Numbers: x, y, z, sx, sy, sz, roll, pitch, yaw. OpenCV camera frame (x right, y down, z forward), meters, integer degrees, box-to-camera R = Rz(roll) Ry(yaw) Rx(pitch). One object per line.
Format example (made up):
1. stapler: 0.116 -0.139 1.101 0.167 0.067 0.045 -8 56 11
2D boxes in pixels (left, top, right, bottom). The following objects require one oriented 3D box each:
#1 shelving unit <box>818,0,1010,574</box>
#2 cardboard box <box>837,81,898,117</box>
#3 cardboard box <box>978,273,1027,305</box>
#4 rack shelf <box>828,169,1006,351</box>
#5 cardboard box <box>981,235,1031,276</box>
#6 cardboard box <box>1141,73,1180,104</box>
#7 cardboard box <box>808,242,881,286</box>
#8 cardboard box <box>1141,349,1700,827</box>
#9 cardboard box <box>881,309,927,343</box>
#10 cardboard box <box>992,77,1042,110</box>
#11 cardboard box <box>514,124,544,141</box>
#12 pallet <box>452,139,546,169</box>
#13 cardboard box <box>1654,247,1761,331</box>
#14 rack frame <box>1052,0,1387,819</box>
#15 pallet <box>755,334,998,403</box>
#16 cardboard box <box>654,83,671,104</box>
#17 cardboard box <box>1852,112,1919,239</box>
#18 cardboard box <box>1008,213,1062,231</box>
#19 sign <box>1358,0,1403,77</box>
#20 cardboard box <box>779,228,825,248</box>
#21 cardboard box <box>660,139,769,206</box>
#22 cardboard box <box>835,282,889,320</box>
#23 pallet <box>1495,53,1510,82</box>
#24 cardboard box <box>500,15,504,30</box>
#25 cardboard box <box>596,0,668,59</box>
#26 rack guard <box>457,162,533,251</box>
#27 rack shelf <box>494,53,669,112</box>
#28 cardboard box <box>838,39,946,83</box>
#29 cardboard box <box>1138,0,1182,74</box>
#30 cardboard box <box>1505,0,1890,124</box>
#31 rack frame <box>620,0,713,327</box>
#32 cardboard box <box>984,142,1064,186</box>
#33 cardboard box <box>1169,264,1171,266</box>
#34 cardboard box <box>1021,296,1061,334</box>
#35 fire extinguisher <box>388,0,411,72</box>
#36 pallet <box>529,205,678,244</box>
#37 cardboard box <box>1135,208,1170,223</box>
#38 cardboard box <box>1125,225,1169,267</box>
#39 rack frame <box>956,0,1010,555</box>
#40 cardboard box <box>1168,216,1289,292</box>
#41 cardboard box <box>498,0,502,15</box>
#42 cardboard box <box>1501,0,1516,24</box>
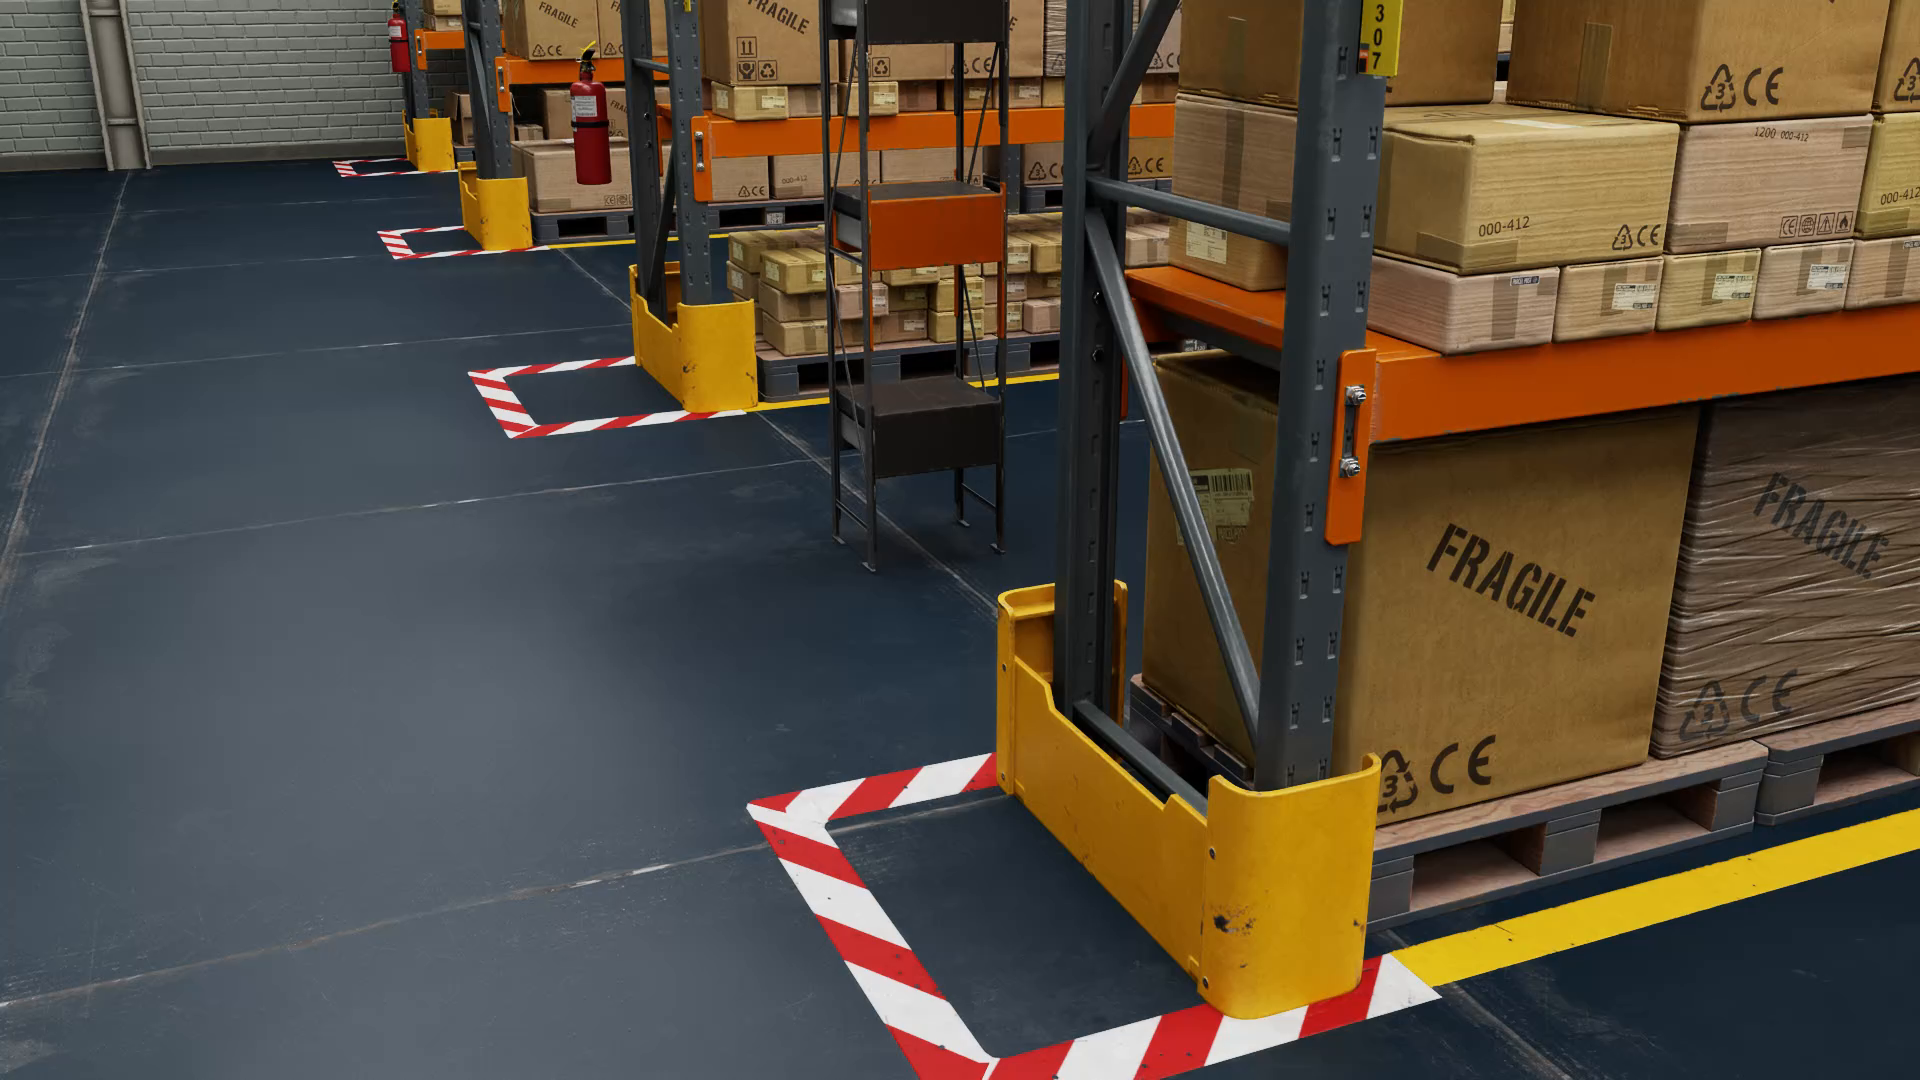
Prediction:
1. shelving unit: -0.152 -0.969 5.611 0.503 2.100 0.431 -8 21 -22
2. cardboard box: -0.475 -2.072 7.769 0.250 0.149 0.380 -9 21 -23
3. cardboard box: 0.143 -1.310 8.437 0.250 0.149 0.380 -9 21 -25
4. rack shelf: -0.152 -0.956 5.616 0.480 0.518 0.431 -8 21 -22
5. cardboard box: 0.169 -1.441 8.361 0.250 0.149 0.380 -7 21 -20
6. cardboard box: 0.914 -2.309 8.441 0.250 0.149 0.380 -8 21 -23
7. cardboard box: -0.567 -1.355 8.118 0.250 0.149 0.380 -8 21 -21
8. cardboard box: 1.040 0.039 3.963 0.875 0.875 0.875 -8 21 -22
9. cardboard box: -0.347 -1.102 8.294 0.250 0.149 0.380 -8 21 -21
10. cardboard box: 0.205 -2.200 8.132 0.250 0.149 0.380 -9 21 -23
11. cardboard box: -4.406 -4.141 16.927 0.250 0.149 0.380 -9 21 -24
12. pallet: -4.609 -3.992 17.042 1.213 0.211 1.003 -8 21 -22
13. cardboard box: 1.411 -0.552 3.453 0.250 0.149 0.380 -9 21 -23
14. rack frame: 0.484 -0.657 3.371 0.127 3.000 1.000 -8 21 -22
15. pallet: -0.558 -0.974 8.469 1.213 0.211 1.003 -8 21 -22
16. cardboard box: -3.058 -4.500 17.417 0.500 0.500 0.700 -9 21 -24
17. cardboard box: 1.969 -0.843 3.677 0.500 0.250 0.500 -9 21 -24
18. cardboard box: 0.442 -1.663 8.993 0.250 0.149 0.380 -8 21 -22
19. sign: 0.698 -0.933 2.731 0.005 0.325 0.100 -8 21 -22
20. cardboard box: -0.749 -1.479 8.471 0.250 0.149 0.380 -8 21 -21
21. cardboard box: -2.038 -2.909 12.992 0.875 0.438 0.875 -8 21 -20
22. cardboard box: -0.531 -1.186 8.086 0.250 0.149 0.380 -8 21 -22
23. pallet: 3.045 -2.675 9.391 1.213 0.211 1.003 -8 21 -22
24. cardboard box: -4.558 -5.126 16.442 0.250 0.149 0.380 -8 21 -23
25. cardboard box: -2.433 -3.777 12.081 0.500 0.500 0.500 -8 21 -23
26. rack guard: -3.463 -2.497 12.360 0.348 0.500 1.175 -8 21 -22
27. rack shelf: -1.605 -3.603 12.821 4.000 0.370 1.077 -8 21 -22
28. cardboard box: -0.385 -2.423 7.789 0.500 0.500 0.500 -8 21 -22
29. cardboard box: 1.018 -2.614 8.330 0.500 0.500 0.500 -8 21 -22
30. cardboard box: 1.491 -1.127 3.354 0.500 0.500 0.500 -9 21 -23
31. rack frame: -1.388 -2.183 7.705 0.127 3.000 1.000 -8 21 -22
32. cardboard box: 0.769 -3.507 14.033 0.875 0.875 0.875 -7 21 -20
33. cardboard box: 1.144 -1.442 8.812 0.250 0.149 0.380 -8 21 -21
34. cardboard box: 0.391 -1.171 8.490 0.250 0.149 0.380 -9 21 -25
35. fire extinguisher: -5.363 -4.819 15.871 0.183 0.674 0.296 -8 21 -22
36. pallet: -2.738 -2.493 12.784 1.213 0.211 1.003 -8 21 -22
37. cardboard box: 1.167 -1.753 9.249 0.250 0.149 0.380 -9 21 -23
38. cardboard box: 0.893 -1.523 8.595 0.250 0.149 0.380 -9 21 -24
39. rack frame: 0.072 -1.001 5.703 0.015 2.100 0.400 -8 21 -22
40. cardboard box: 0.681 -0.686 3.831 0.250 0.149 0.380 -8 21 -21
41. cardboard box: -4.425 -5.306 16.352 0.500 0.250 0.500 -8 21 -21
42. cardboard box: 2.829 -2.840 8.871 0.250 0.149 0.380 -8 21 -21
